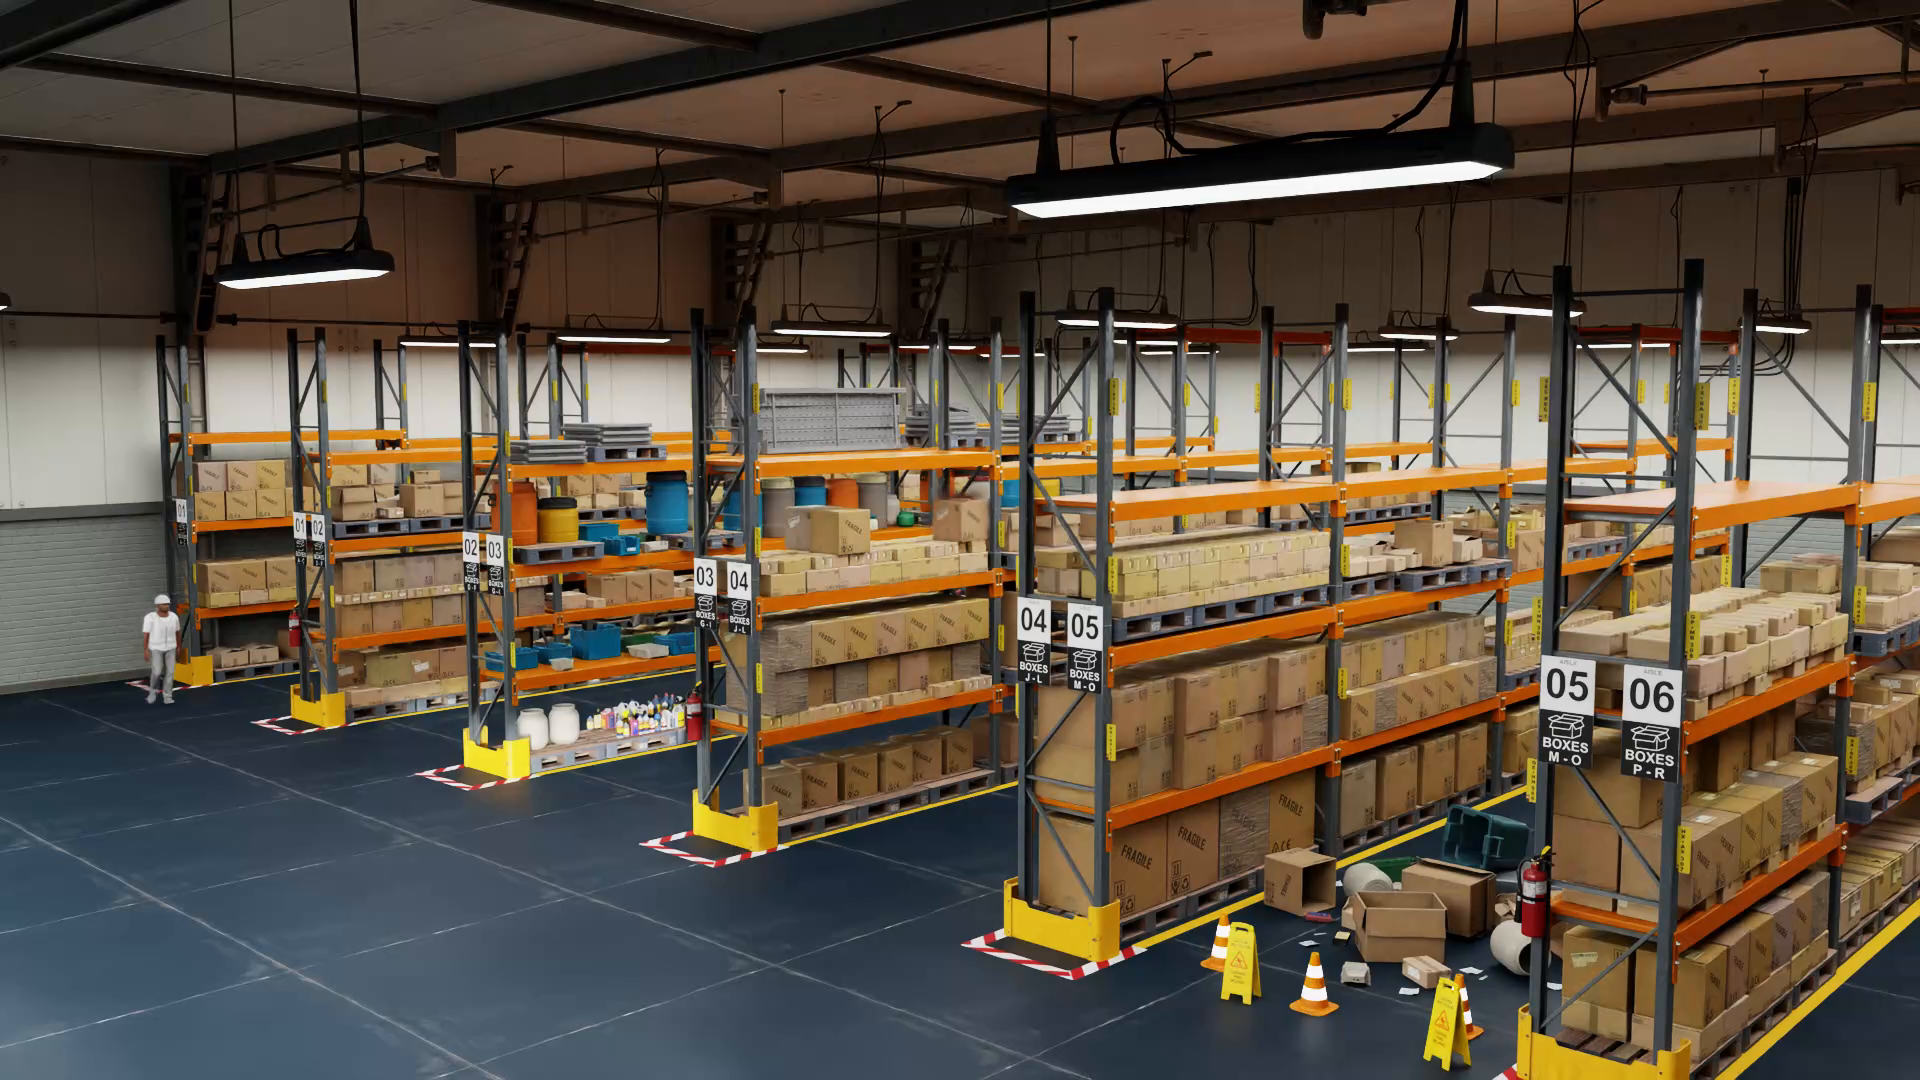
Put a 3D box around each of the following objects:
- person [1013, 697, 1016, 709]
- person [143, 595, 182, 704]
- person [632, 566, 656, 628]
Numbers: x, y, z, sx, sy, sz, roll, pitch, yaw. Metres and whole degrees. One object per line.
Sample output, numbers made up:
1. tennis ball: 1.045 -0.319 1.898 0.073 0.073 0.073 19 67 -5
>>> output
1. person: 1.075 1.956 25.222 0.531 1.615 1.045 4 7 38
2. person: -12.829 1.758 26.739 0.478 1.764 0.604 5 7 42
3. person: -6.199 1.326 32.300 0.558 1.687 0.738 4 7 37
